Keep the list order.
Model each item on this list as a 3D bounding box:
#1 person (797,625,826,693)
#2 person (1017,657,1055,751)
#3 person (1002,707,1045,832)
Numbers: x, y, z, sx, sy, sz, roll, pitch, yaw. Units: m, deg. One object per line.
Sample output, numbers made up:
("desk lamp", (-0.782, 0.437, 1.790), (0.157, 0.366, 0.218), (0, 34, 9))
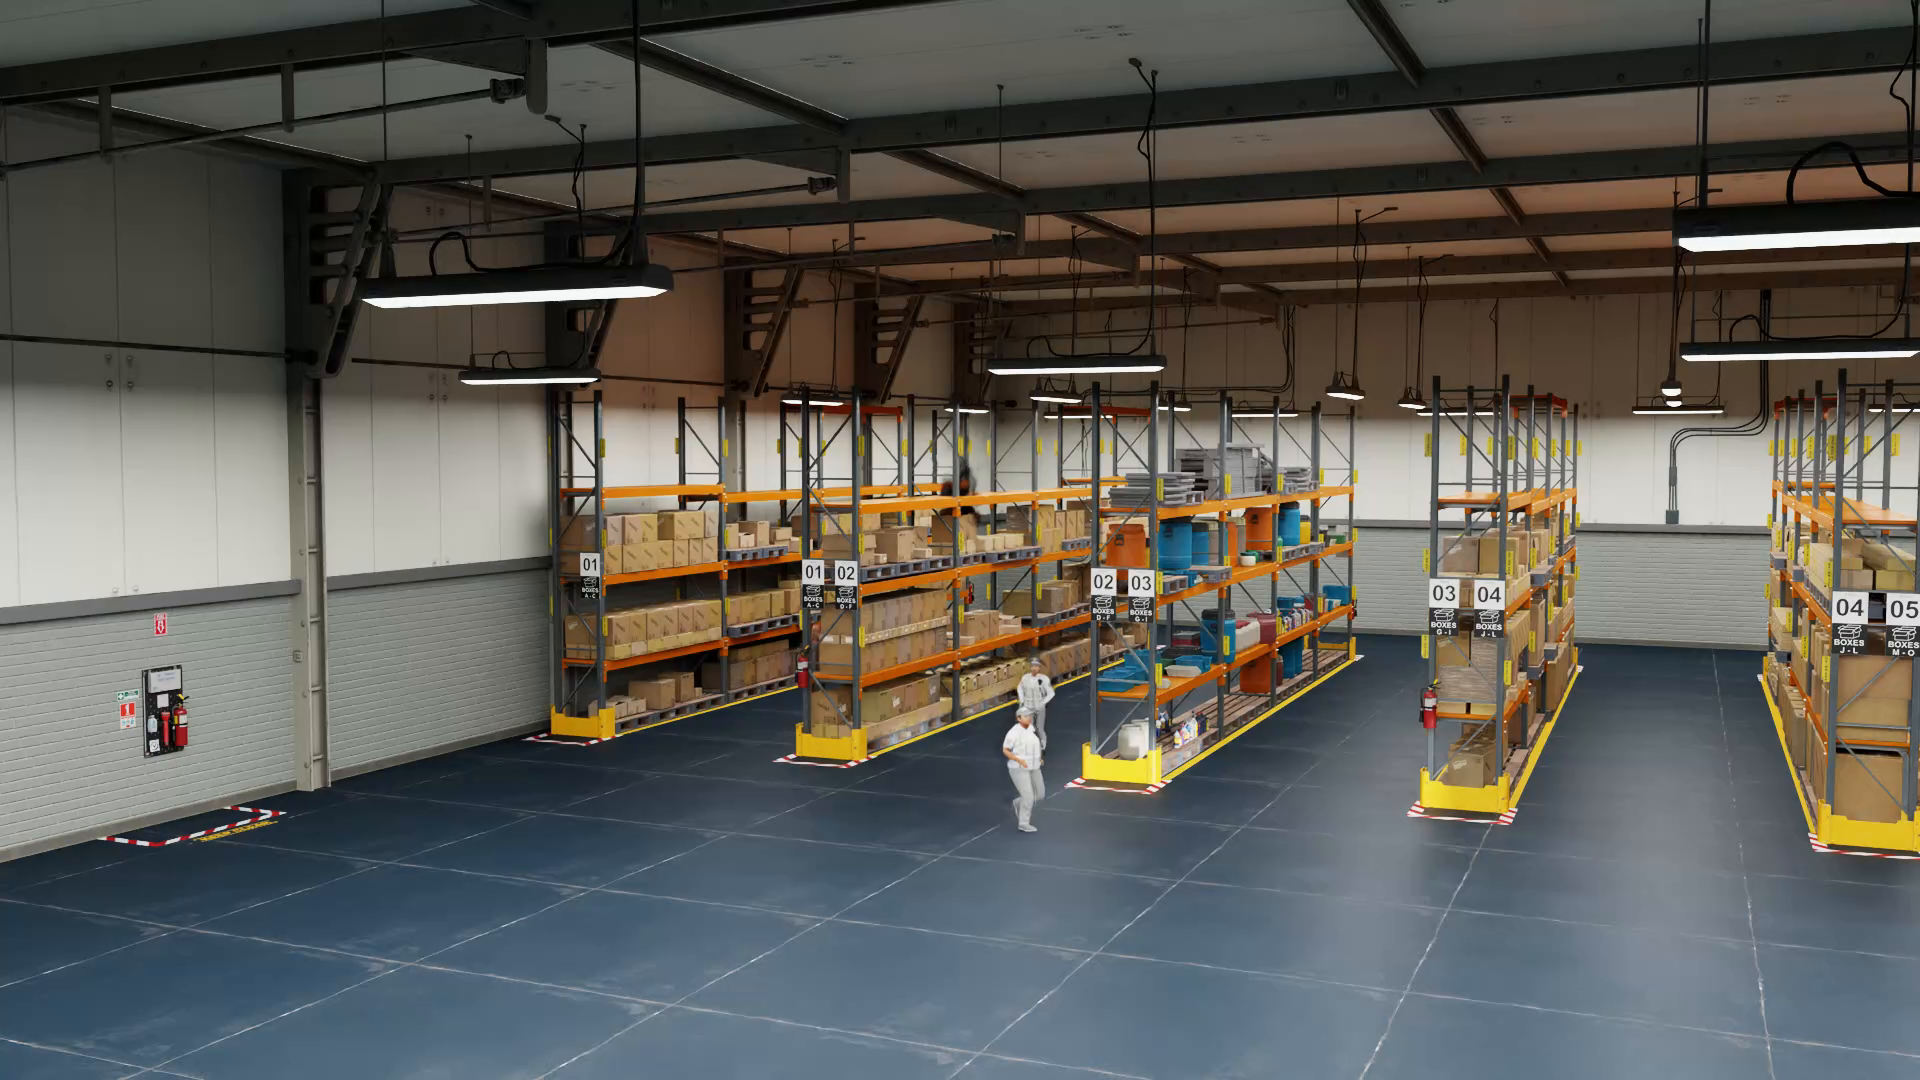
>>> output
("person", (-2.594, 2.465, 30.189), (0.735, 1.869, 0.836), (1, 3, 20))
("person", (1.198, 2.704, 26.551), (0.632, 1.696, 0.836), (1, 3, 13))
("person", (0.832, 2.989, 21.791), (0.605, 1.615, 0.559), (-3, 4, -41))
